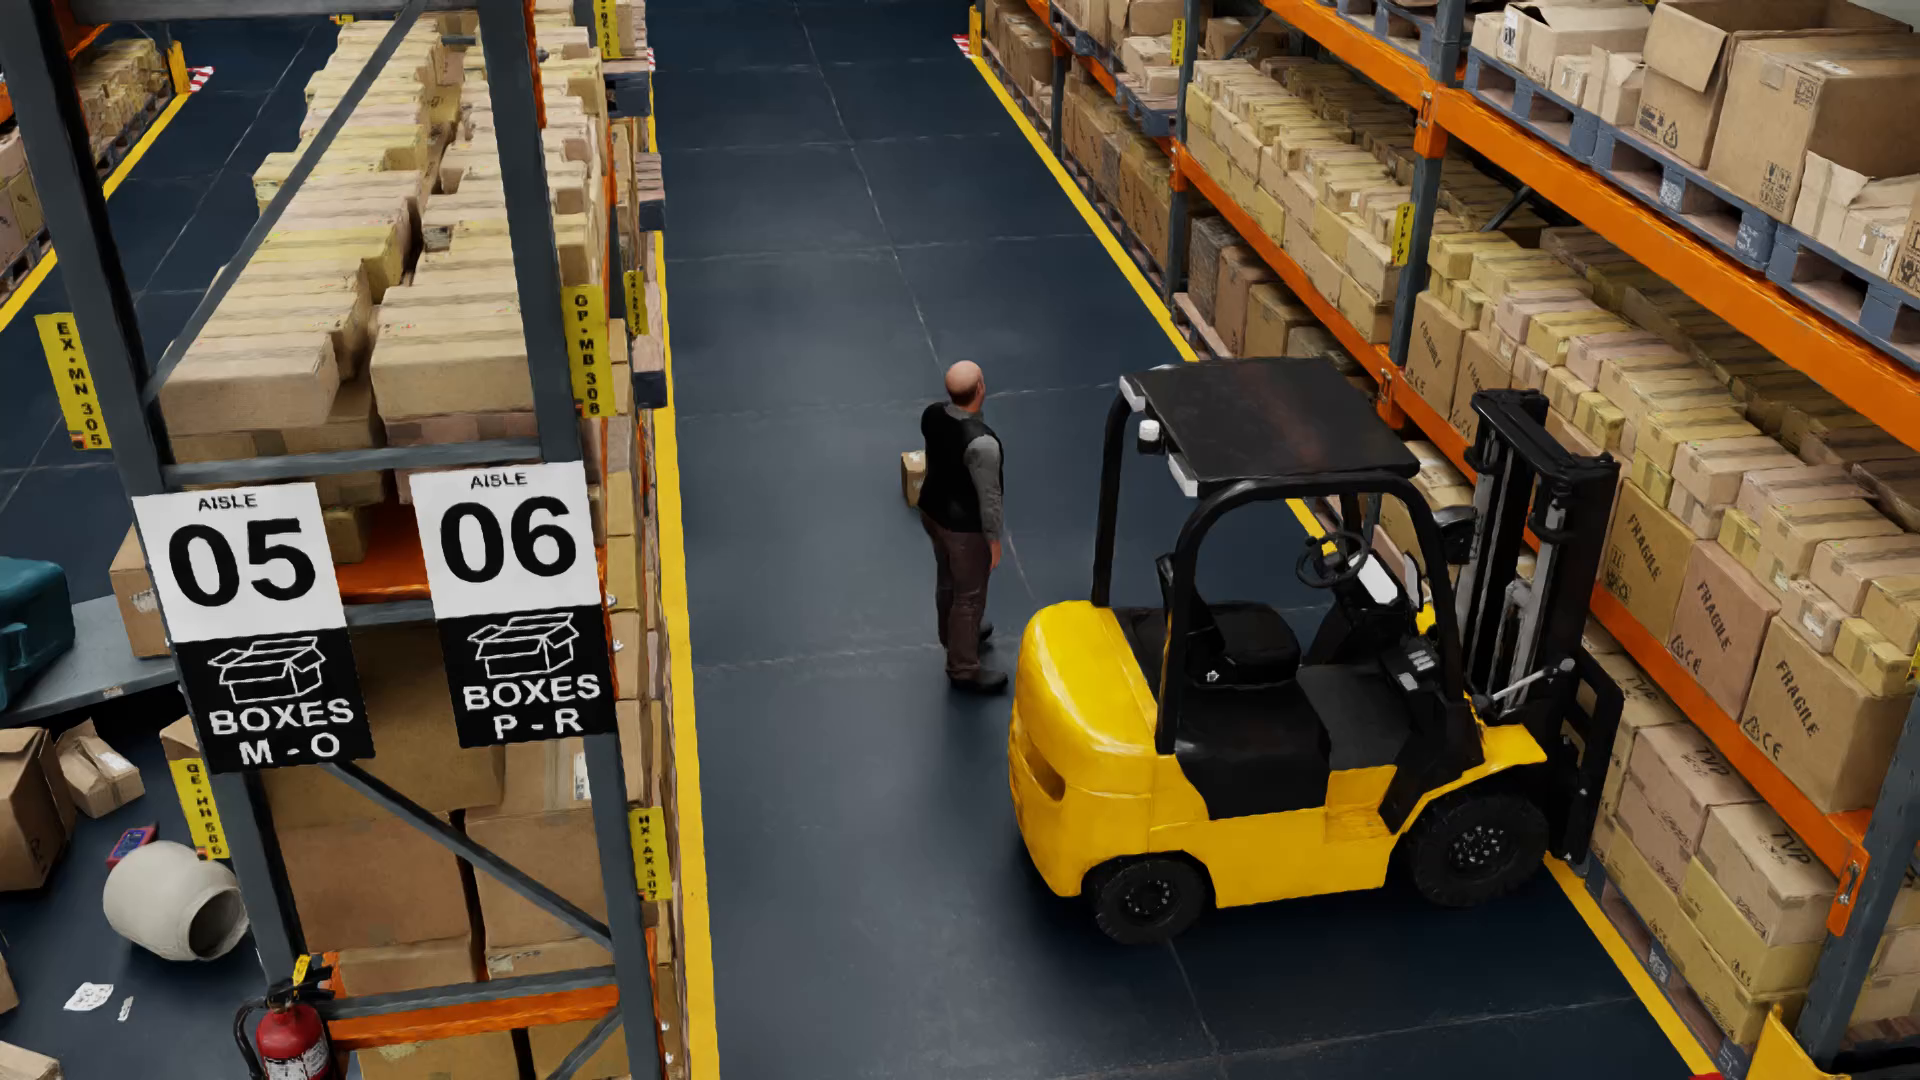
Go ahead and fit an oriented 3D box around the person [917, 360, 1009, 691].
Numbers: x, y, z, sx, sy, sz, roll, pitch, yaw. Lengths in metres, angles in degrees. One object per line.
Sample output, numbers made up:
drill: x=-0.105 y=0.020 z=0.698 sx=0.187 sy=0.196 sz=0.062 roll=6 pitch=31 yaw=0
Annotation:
person: x=0.060 y=-0.104 z=8.284 sx=0.470 sy=1.730 sz=0.588 roll=-19 pitch=35 yaw=-29
